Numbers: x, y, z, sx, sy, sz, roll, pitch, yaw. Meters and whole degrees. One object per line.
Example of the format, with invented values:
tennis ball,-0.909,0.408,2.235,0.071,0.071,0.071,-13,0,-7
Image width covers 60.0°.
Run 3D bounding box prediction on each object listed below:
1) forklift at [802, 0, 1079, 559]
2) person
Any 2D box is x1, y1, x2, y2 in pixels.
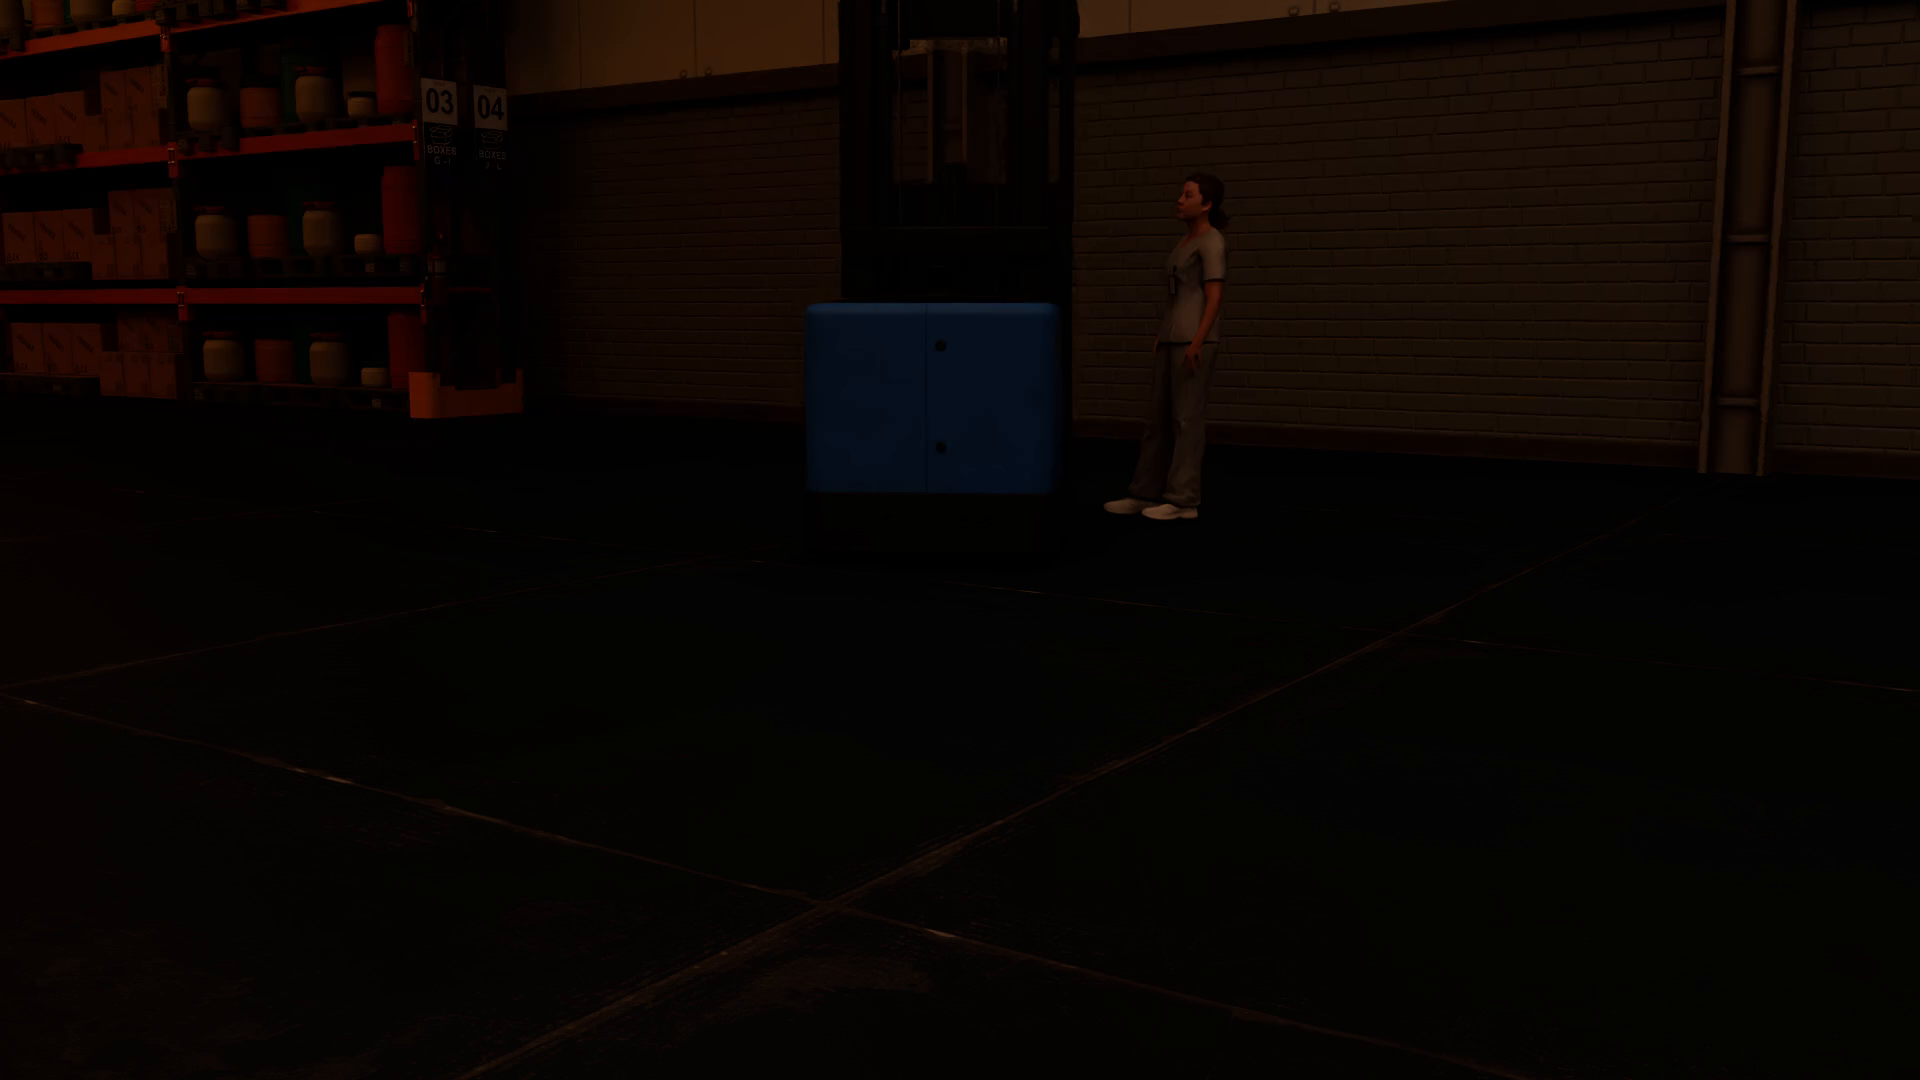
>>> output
forklift,0.008,-1.541,8.029,1.130,2.935,3.031,1,8,5
person,1.034,-0.933,8.088,0.542,1.674,0.551,-2,8,-12
